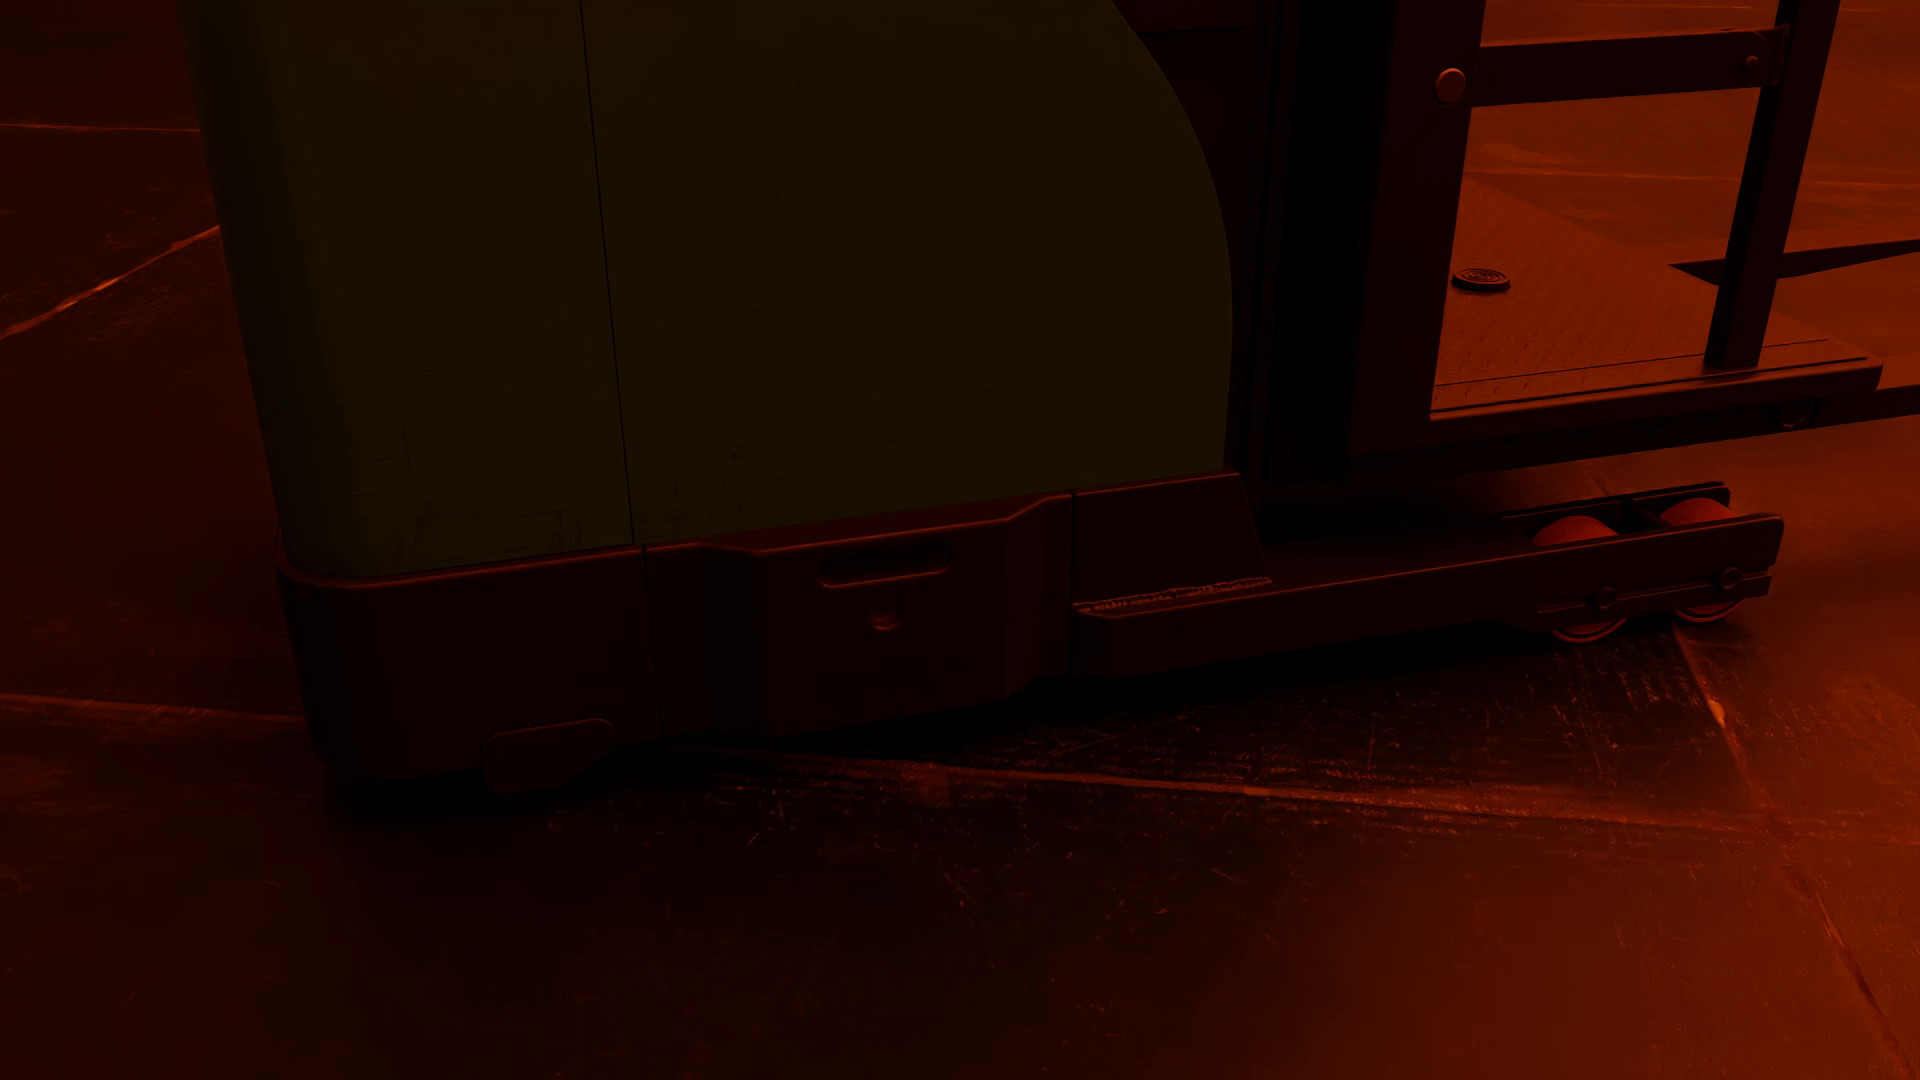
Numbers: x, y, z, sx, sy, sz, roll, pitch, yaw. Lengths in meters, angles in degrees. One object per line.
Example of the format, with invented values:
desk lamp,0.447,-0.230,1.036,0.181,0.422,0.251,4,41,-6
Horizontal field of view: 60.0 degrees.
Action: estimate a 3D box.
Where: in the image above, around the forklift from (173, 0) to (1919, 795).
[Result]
forklift,0.598,-1.392,2.007,3.031,2.935,1.130,-8,28,-15
